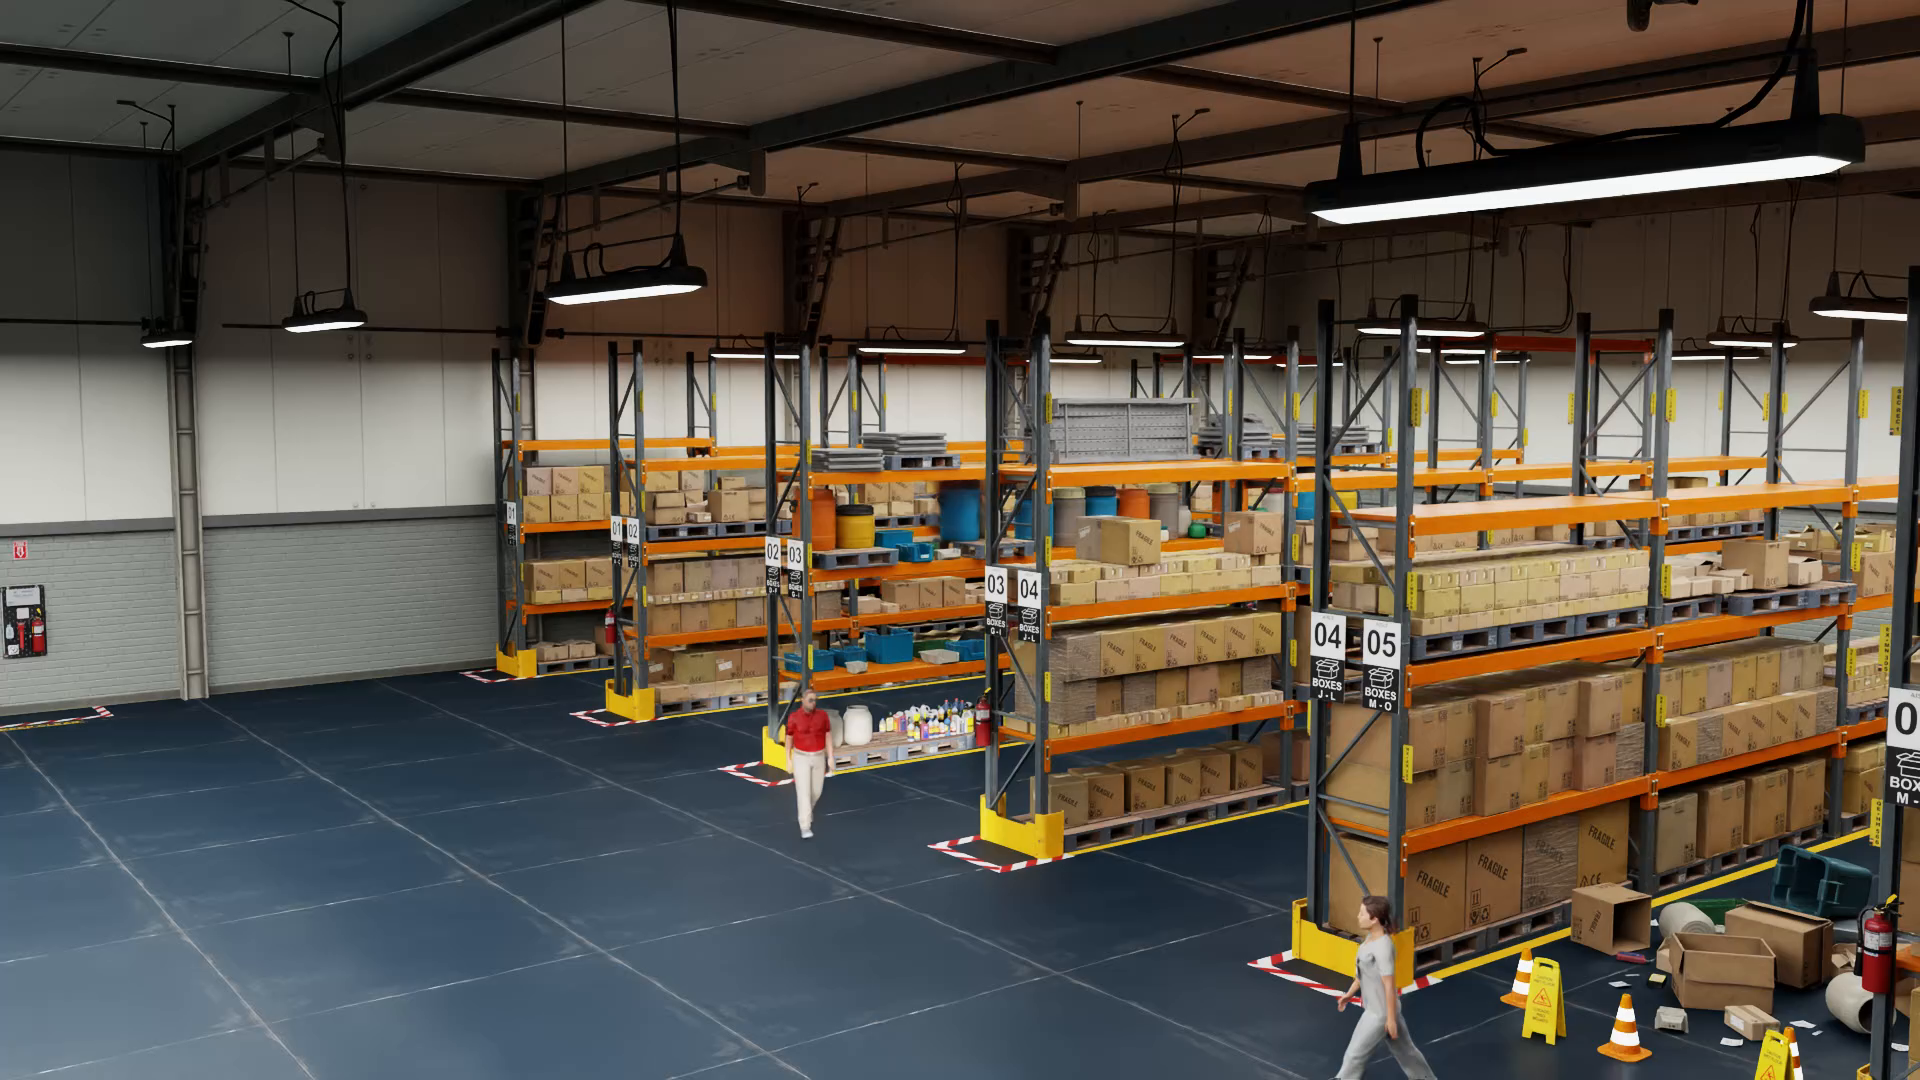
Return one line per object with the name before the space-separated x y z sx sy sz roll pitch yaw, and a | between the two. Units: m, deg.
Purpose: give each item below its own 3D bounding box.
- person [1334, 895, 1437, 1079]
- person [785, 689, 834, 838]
person | 2.937 3.302 11.778 1.097 1.601 0.503 0 5 -2
person | -1.787 2.601 19.682 0.563 1.690 0.948 -3 6 -32
